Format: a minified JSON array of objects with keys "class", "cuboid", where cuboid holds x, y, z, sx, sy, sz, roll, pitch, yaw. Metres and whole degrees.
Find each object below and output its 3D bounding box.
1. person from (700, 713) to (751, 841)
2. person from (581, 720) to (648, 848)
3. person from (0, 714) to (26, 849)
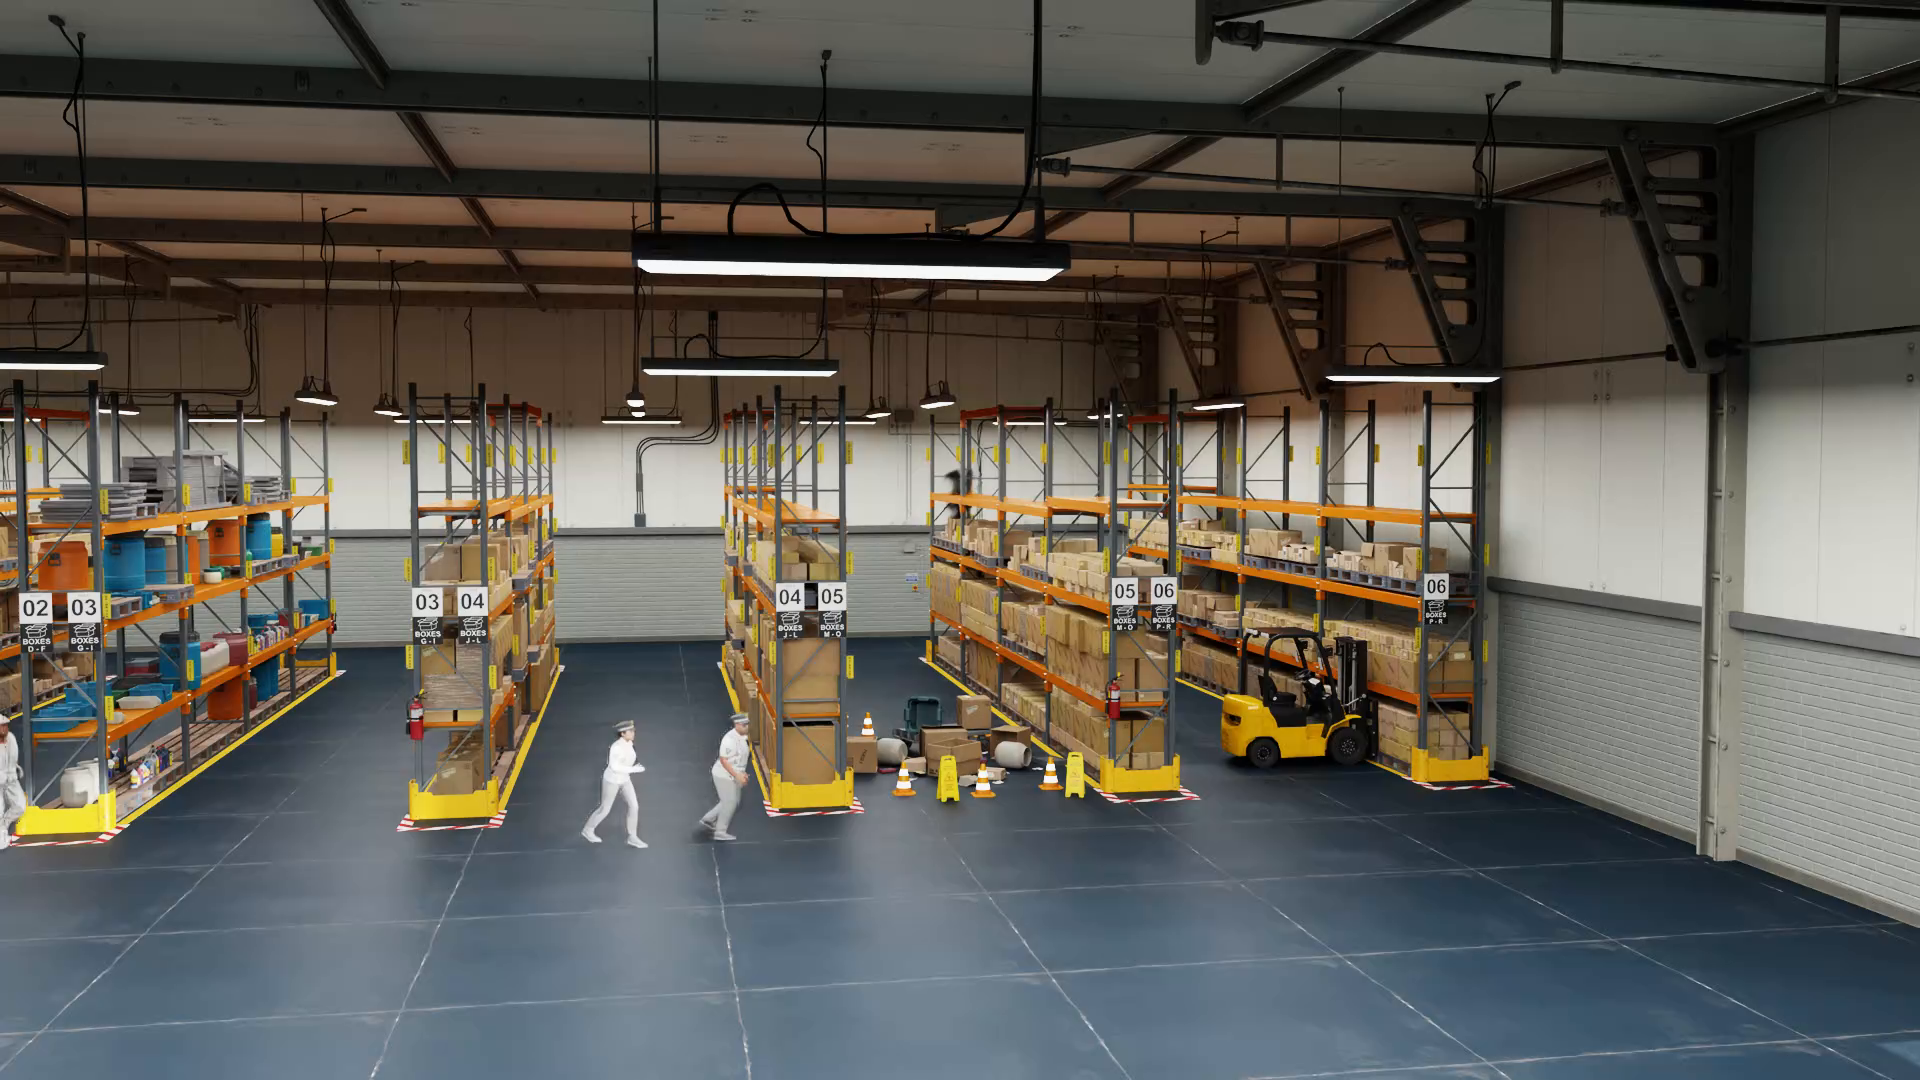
[{"class":"person","cuboid":[-3.064,3.060,21.623,0.754,1.685,0.650,1,3,12]},{"class":"person","cuboid":[-4.407,3.099,21.208,0.937,1.656,0.595,1,3,23]},{"class":"person","cuboid":[-12.124,3.059,21.020,0.576,1.736,0.685,1,3,24]}]
